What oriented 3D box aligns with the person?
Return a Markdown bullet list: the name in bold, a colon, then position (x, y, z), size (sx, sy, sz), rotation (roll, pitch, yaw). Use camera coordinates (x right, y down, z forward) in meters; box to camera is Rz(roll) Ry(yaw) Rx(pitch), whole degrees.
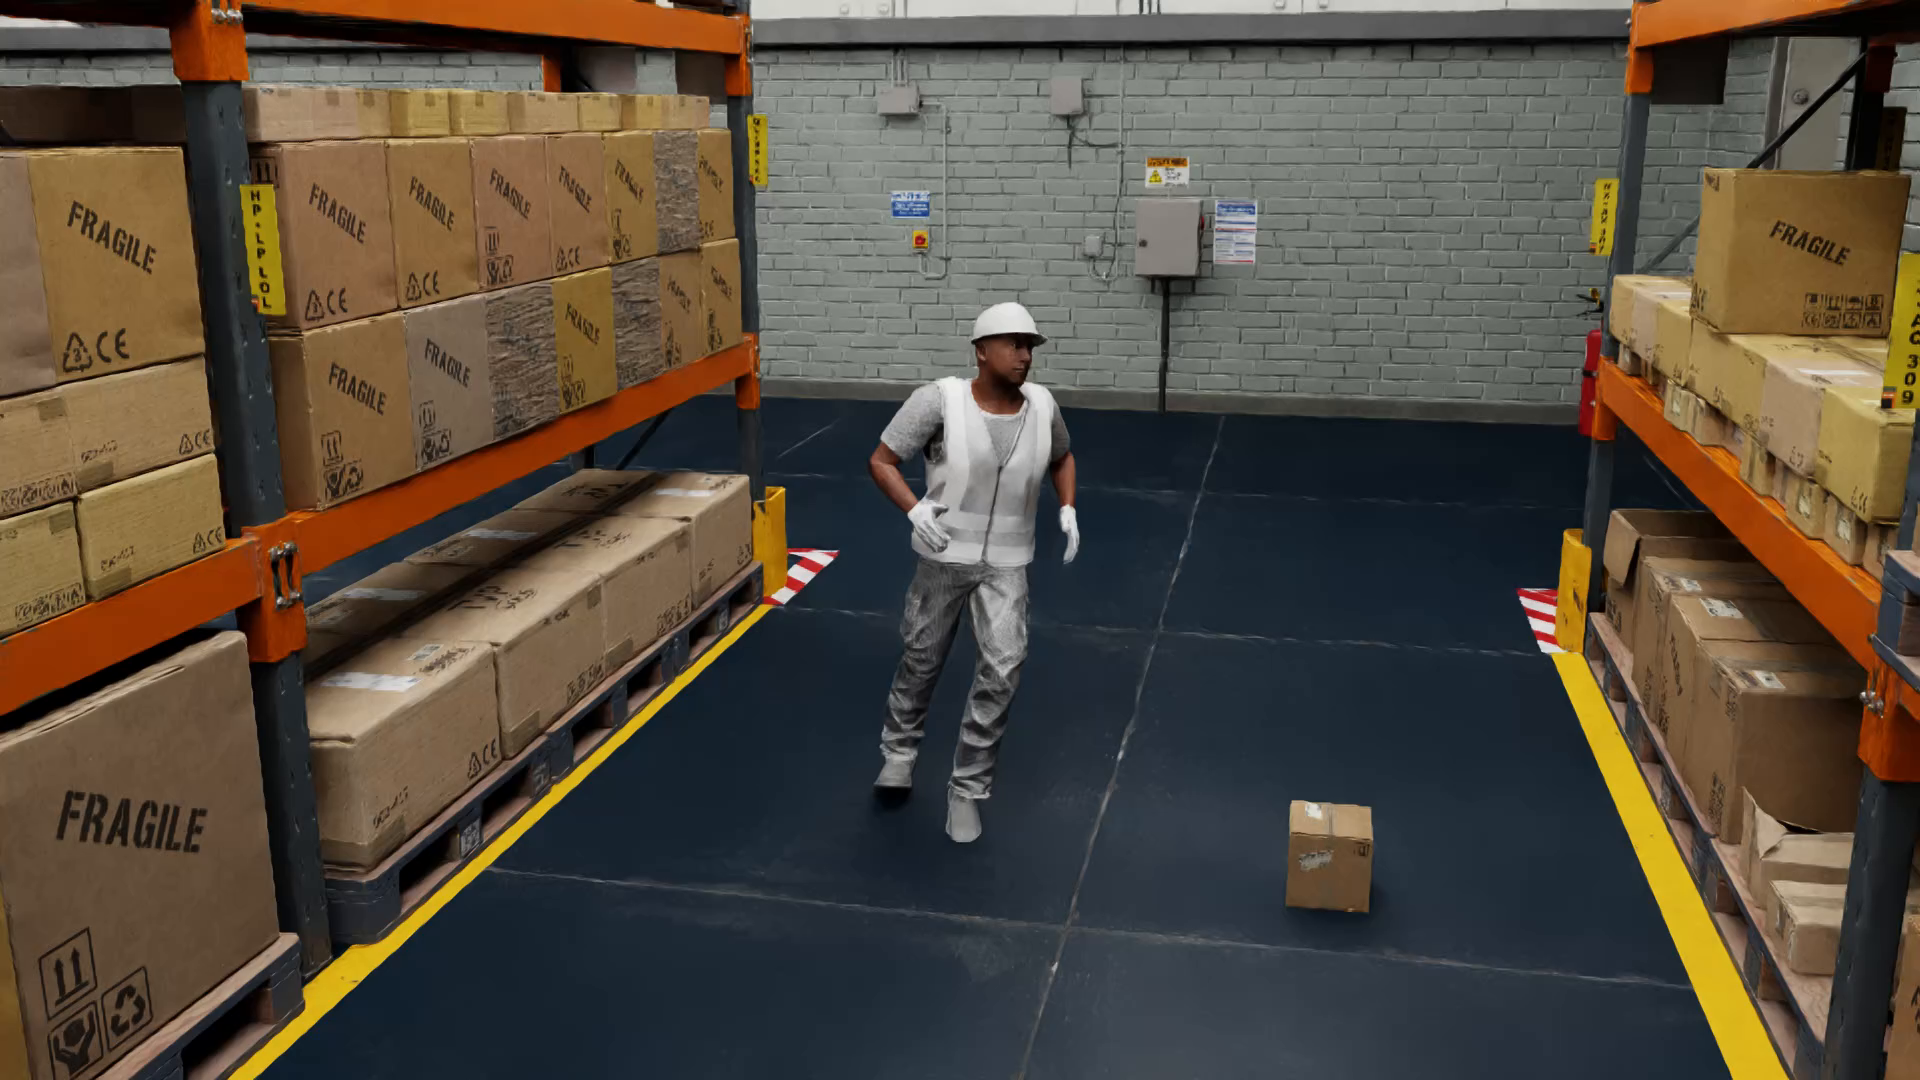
- **person**: position (0.072, 0.102, 5.683), size (0.755, 1.824, 0.619), rotation (-4, 15, -14)
